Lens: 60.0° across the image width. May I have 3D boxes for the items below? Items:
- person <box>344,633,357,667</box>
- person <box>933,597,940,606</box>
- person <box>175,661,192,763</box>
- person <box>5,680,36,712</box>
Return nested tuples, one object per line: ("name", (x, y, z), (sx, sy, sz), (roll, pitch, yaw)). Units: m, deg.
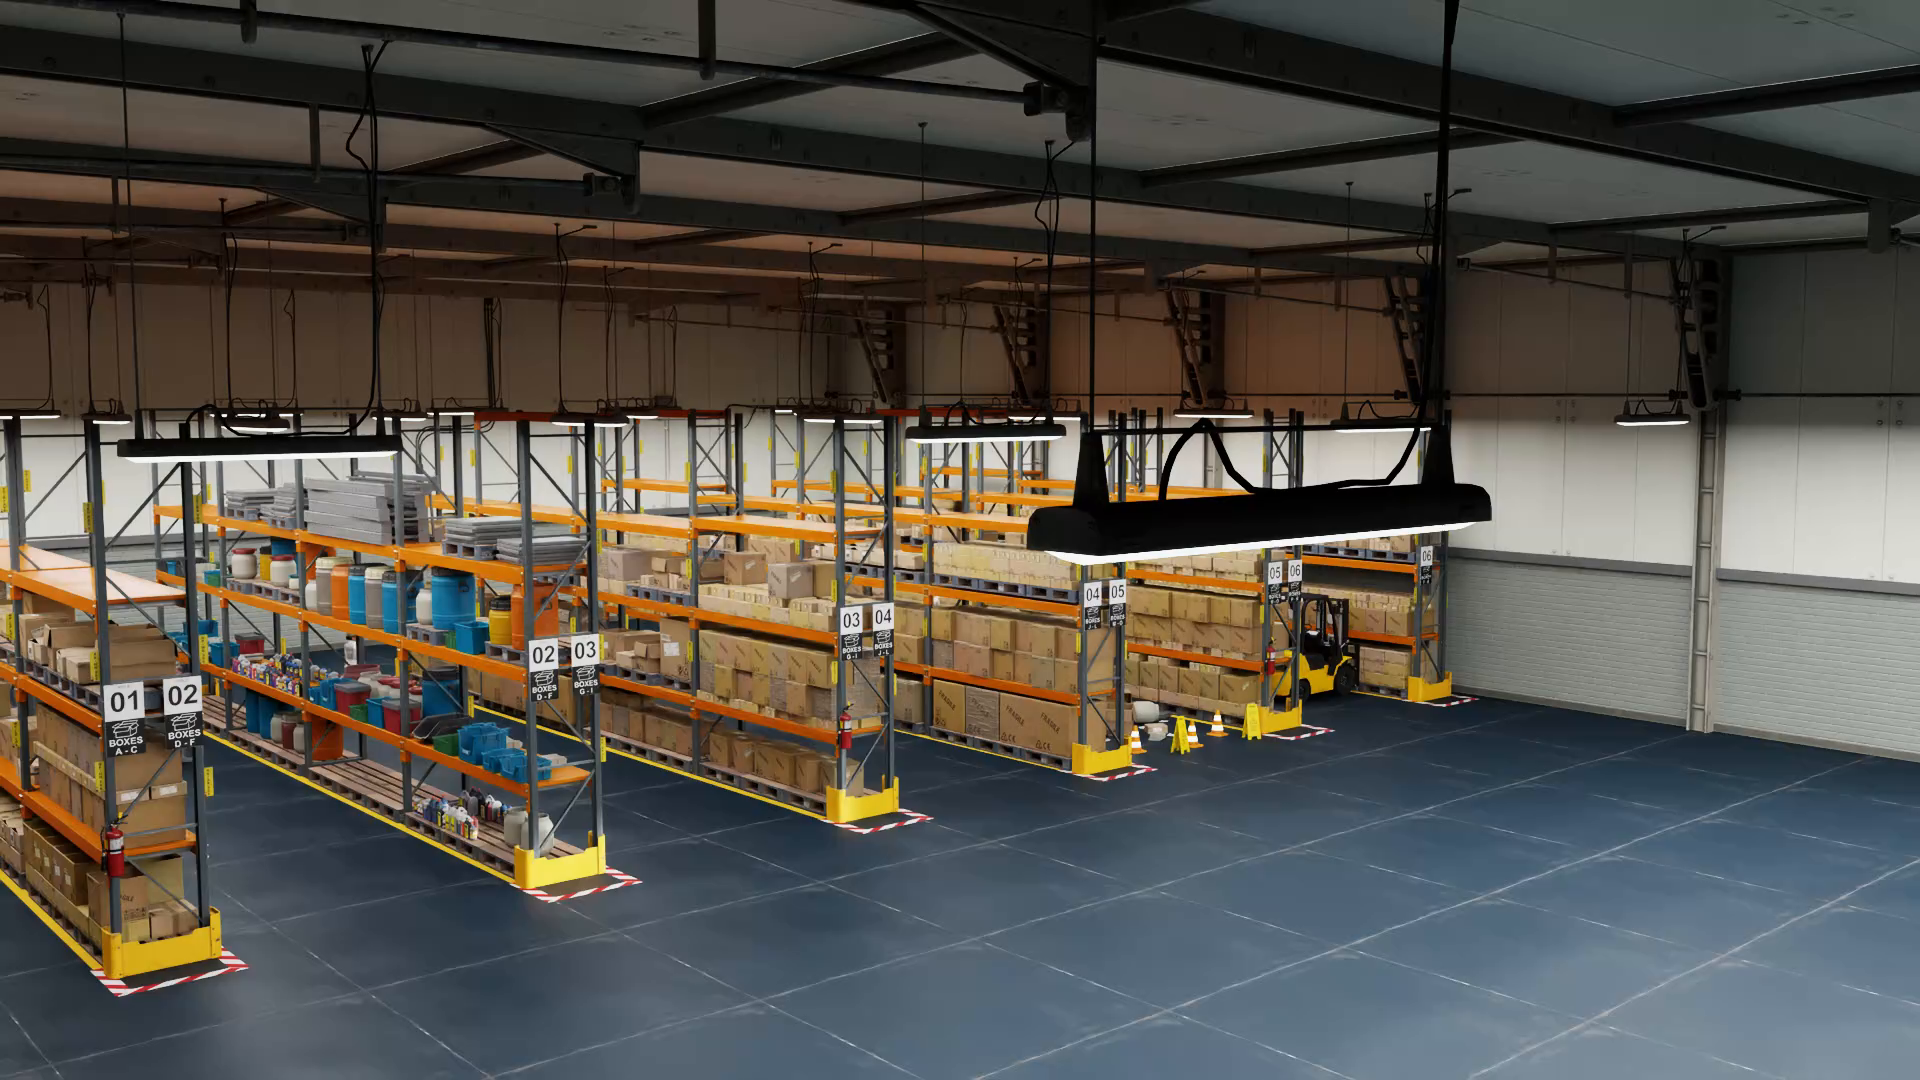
("person", (-11.963, 2.589, 32.946), (0.539, 1.683, 0.398), (4, 6, 35))
("person", (-0.563, 2.095, 35.940), (0.616, 1.748, 0.477), (-4, 6, -35))
("person", (-13.407, 2.942, 28.483), (0.564, 1.774, 0.488), (4, 6, 35))
("person", (-18.648, 2.632, 32.737), (0.809, 1.651, 0.519), (-4, 6, -36))
